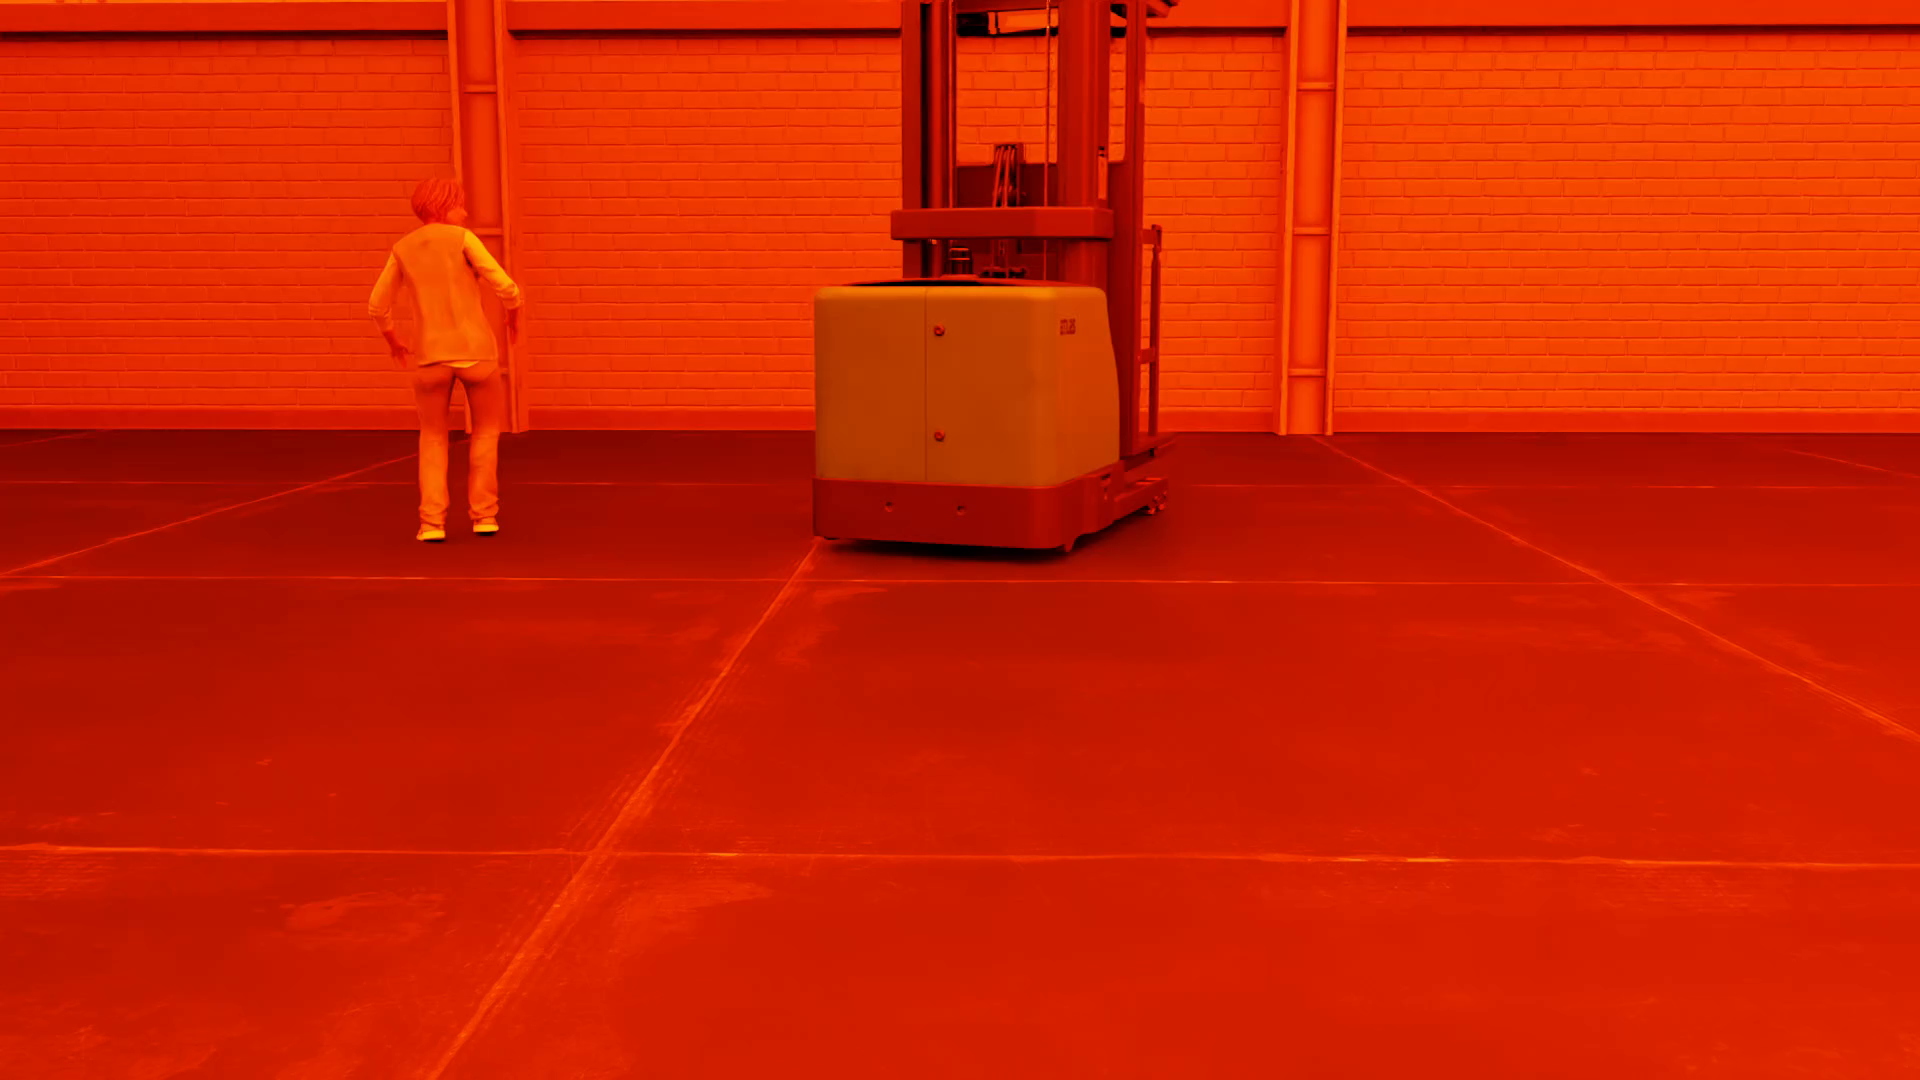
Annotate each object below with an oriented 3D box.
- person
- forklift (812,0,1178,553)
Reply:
[{"bbox_3d":[-2.190,-0.765,7.127,0.656,1.548,0.484,0,9,-3],"label":"person"},{"bbox_3d":[0.376,-1.580,7.768,1.130,2.935,3.031,3,9,20],"label":"forklift"}]
